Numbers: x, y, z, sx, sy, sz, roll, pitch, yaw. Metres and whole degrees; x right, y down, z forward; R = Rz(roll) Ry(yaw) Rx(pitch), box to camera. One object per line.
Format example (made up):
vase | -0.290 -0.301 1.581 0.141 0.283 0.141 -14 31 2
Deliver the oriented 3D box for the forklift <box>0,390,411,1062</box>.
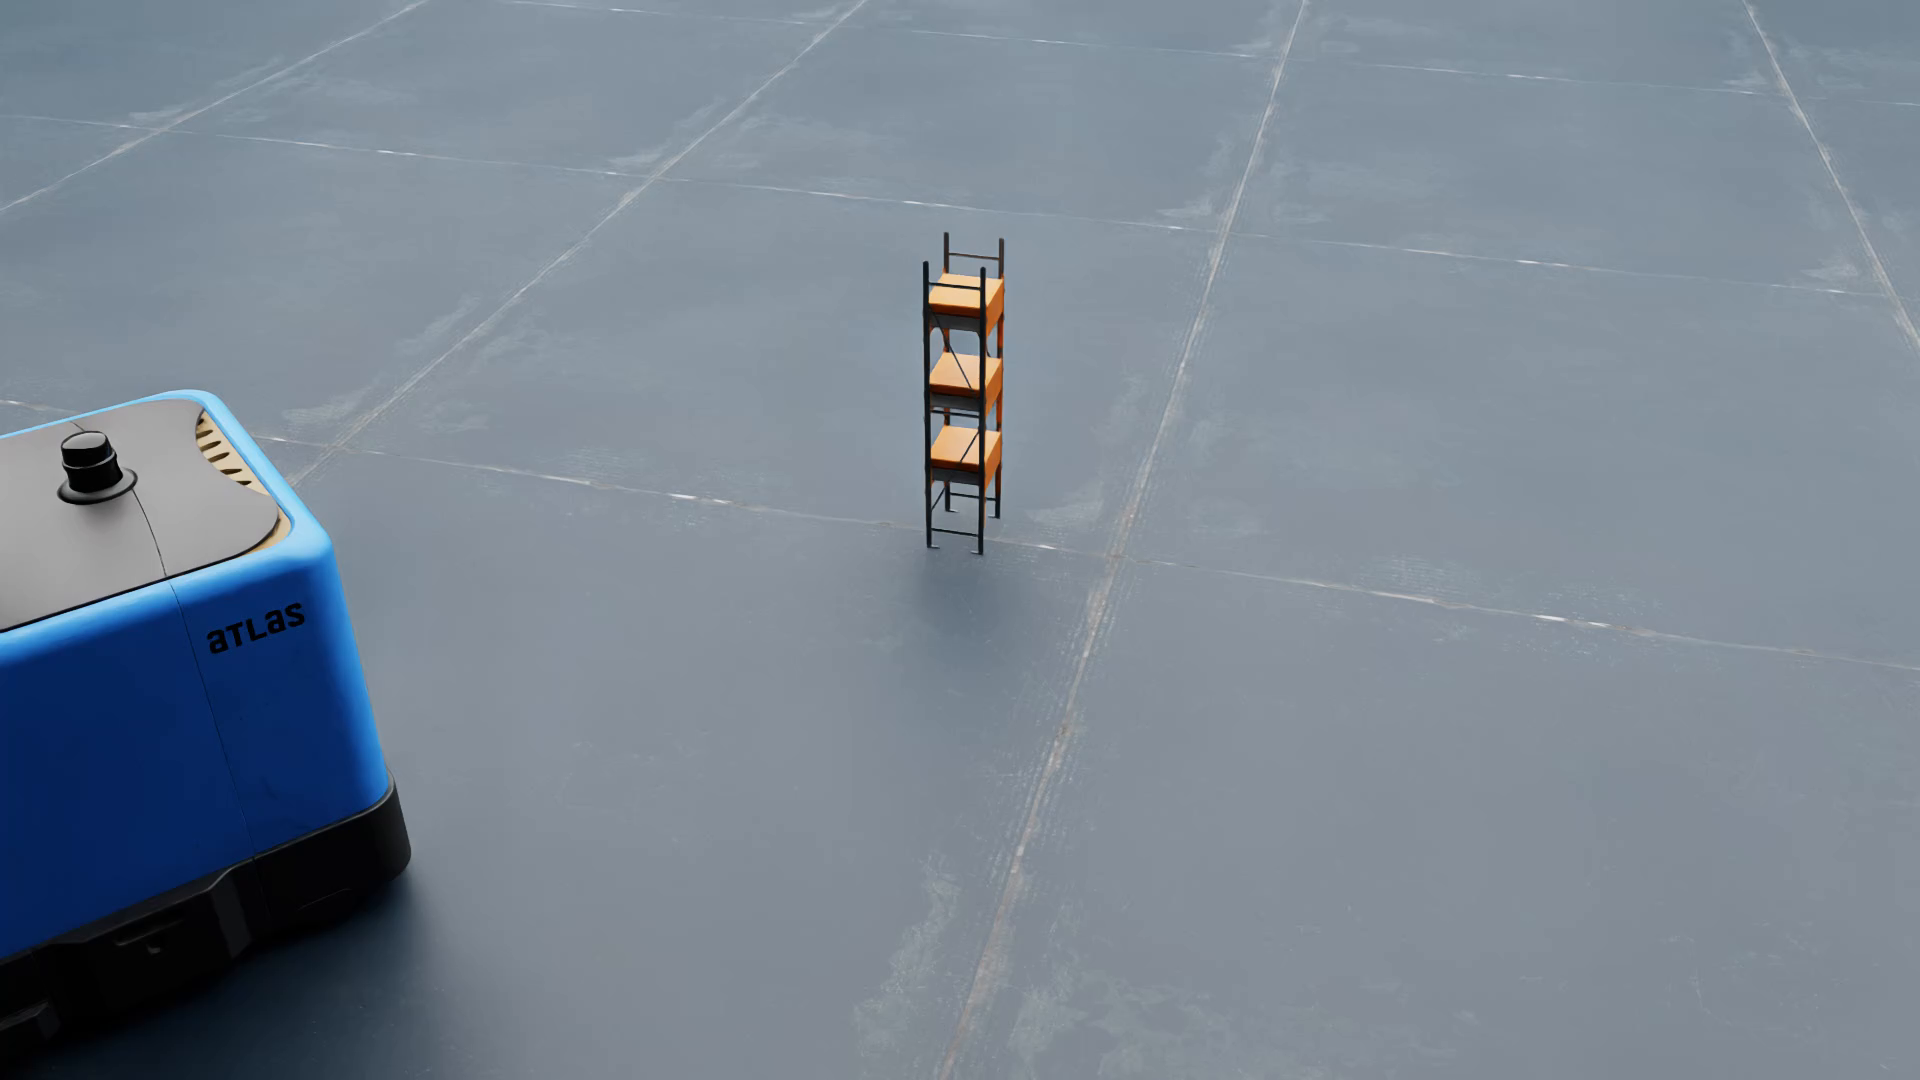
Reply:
forklift | -2.910 -0.073 3.132 3.031 2.935 1.130 -22 38 -30

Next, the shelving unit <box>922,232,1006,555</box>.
shelving unit | 0.014 -0.471 5.512 0.215 1.050 0.252 8 33 12

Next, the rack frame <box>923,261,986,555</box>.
rack frame | -0.017 -0.408 5.412 0.200 1.050 0.008 8 33 12

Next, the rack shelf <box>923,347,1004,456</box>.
rack shelf | 0.014 -0.462 5.518 0.215 0.259 0.240 8 33 12

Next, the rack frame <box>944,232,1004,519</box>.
rack frame | 0.045 -0.534 5.612 0.200 1.050 0.008 8 33 12

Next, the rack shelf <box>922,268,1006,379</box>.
rack shelf | 0.014 -0.701 5.365 0.215 0.259 0.240 8 33 12

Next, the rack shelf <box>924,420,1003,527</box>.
rack shelf | 0.014 -0.227 5.667 0.215 0.259 0.240 8 33 12
